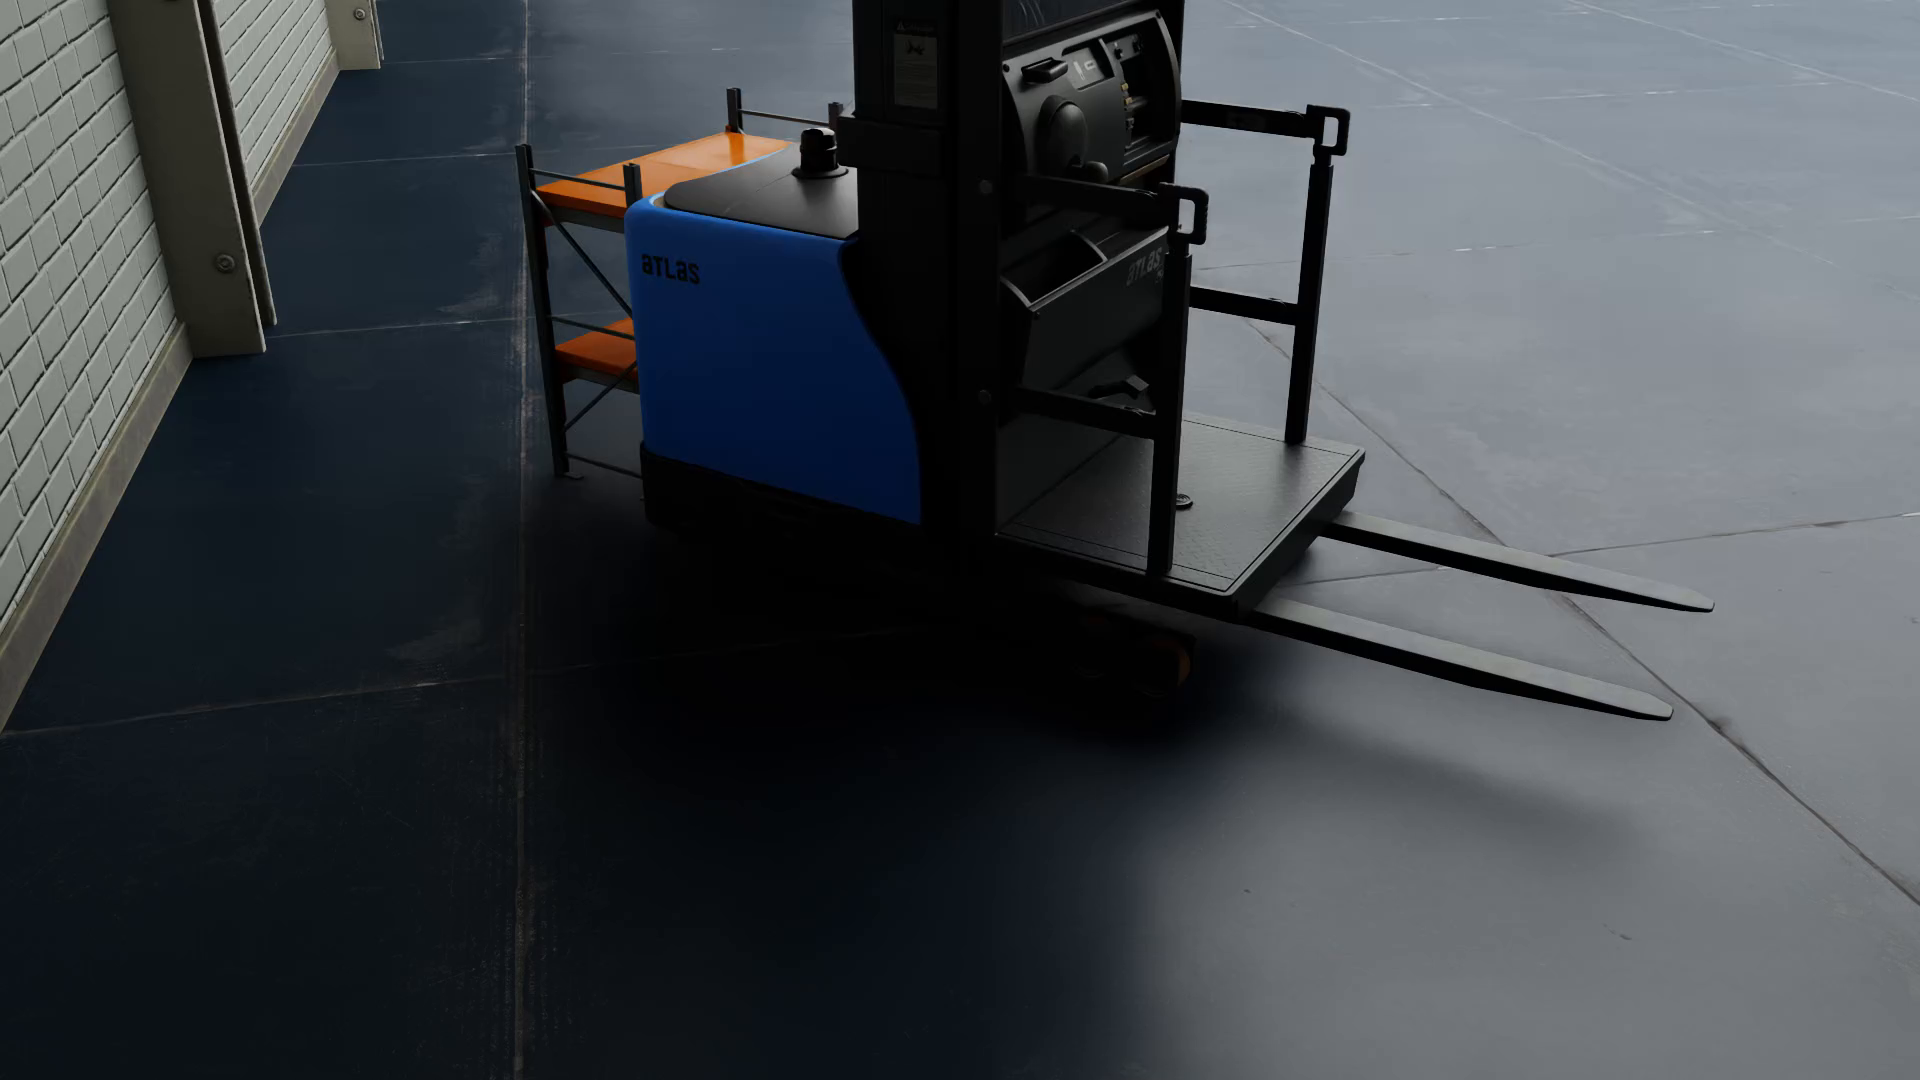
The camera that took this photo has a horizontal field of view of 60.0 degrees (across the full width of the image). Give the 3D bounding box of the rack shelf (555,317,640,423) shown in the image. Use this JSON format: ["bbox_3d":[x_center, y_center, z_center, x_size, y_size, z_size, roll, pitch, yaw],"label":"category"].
[{"bbox_3d":[-0.897,-0.651,5.834,0.538,0.278,1.000,16,31,29],"label":"rack shelf"}]

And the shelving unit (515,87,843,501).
[{"bbox_3d":[-0.897,-0.870,5.724,0.538,1.125,1.048,16,31,29],"label":"shelving unit"}]

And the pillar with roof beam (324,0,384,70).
[{"bbox_3d":[-0.182,-7.922,10.958,9.100,9.000,0.400,-6,27,-12],"label":"pillar with roof beam"}]

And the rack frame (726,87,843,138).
[{"bbox_3d":[-0.620,-1.062,6.104,0.500,1.125,0.032,16,31,29],"label":"rack frame"}]

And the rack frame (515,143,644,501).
[{"bbox_3d":[-1.175,-0.678,5.343,0.500,1.125,0.032,16,31,29],"label":"rack frame"}]

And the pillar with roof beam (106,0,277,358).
[{"bbox_3d":[1.170,-5.288,5.740,9.100,9.000,0.400,-6,27,-12],"label":"pillar with roof beam"}]

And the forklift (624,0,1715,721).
[{"bbox_3d":[0.540,-1.164,4.303,3.031,2.935,1.130,15,30,27],"label":"forklift"}]

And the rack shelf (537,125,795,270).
[{"bbox_3d":[-0.898,-1.131,5.592,0.538,0.278,1.000,16,31,29],"label":"rack shelf"}]
